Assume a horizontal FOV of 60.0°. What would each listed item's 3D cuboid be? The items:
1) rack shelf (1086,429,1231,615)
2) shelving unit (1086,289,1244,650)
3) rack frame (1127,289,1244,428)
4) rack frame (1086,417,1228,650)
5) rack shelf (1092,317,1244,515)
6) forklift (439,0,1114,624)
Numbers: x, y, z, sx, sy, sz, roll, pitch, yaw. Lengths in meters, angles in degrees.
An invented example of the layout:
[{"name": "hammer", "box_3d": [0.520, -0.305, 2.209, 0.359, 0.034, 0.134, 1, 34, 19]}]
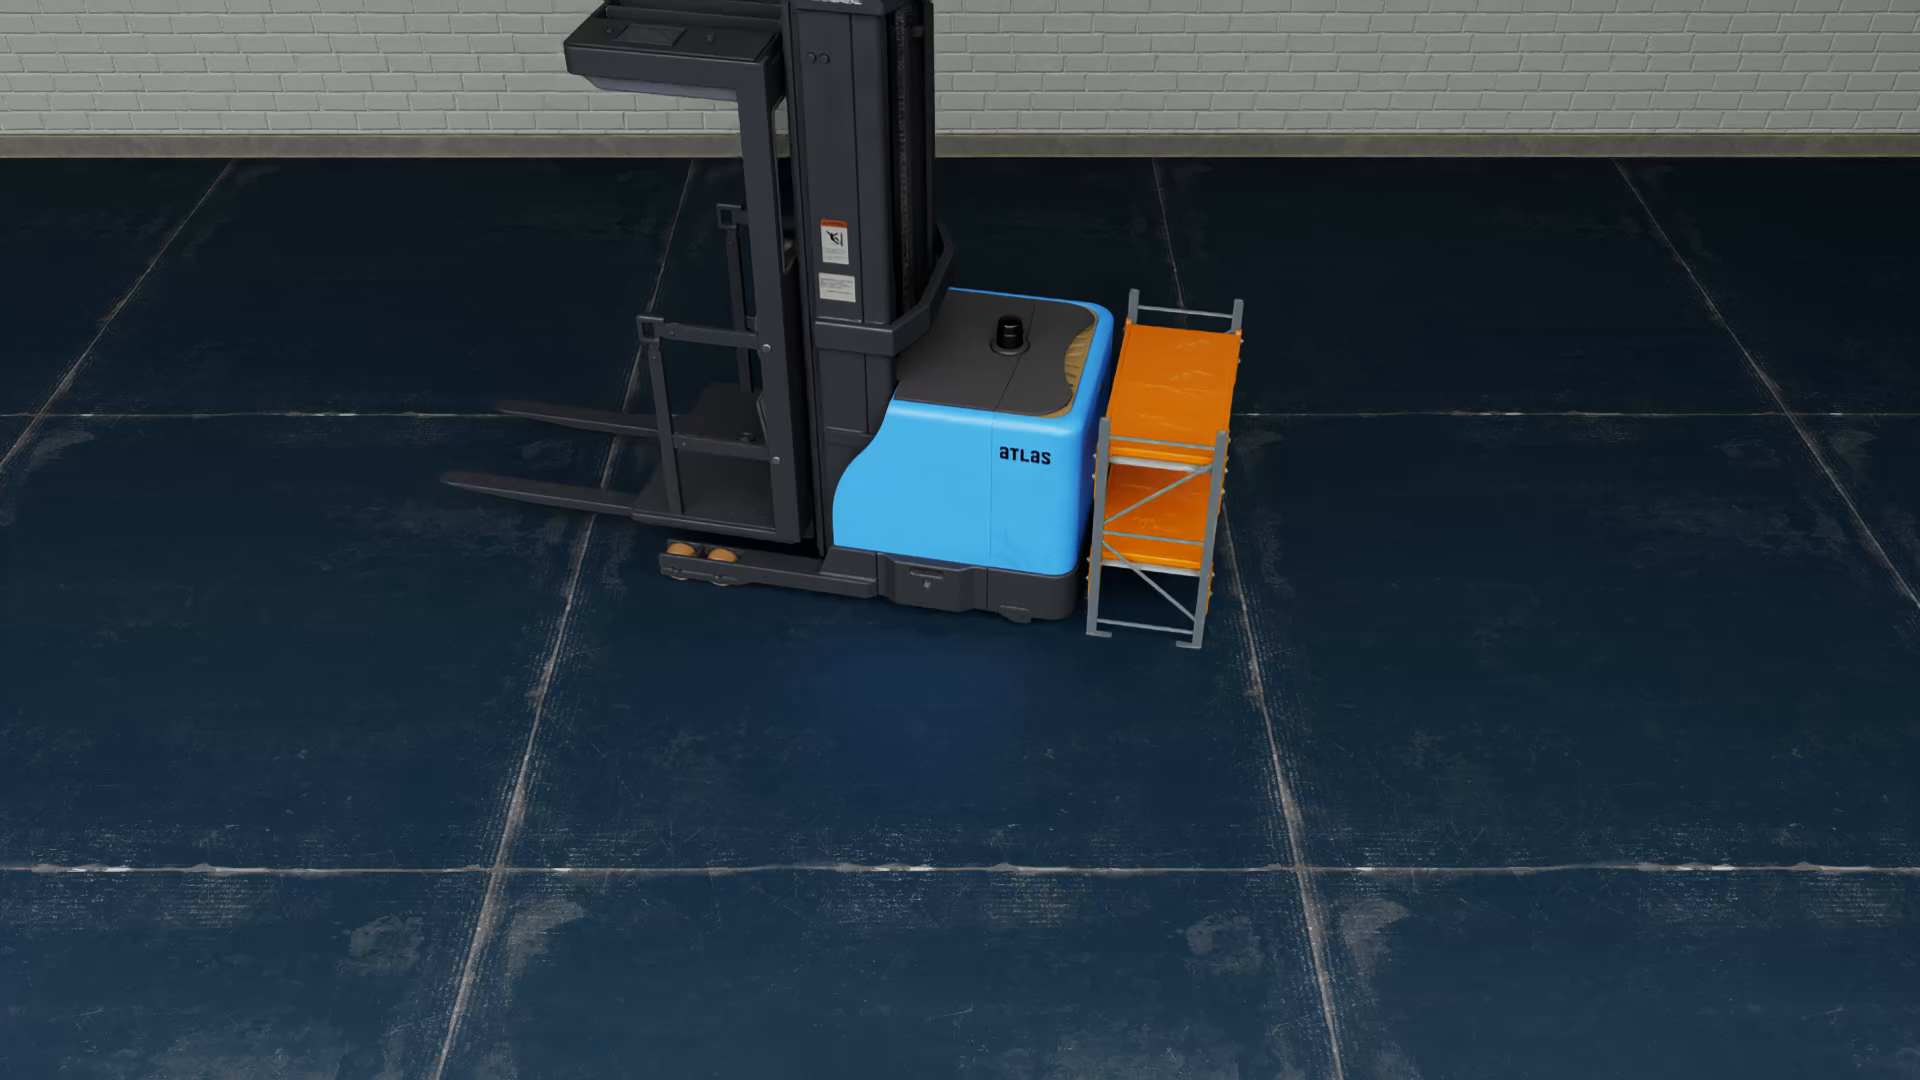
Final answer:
[{"name": "rack shelf", "box_3d": [0.894, -0.127, 7.400, 0.538, 0.278, 1.000, 7, 39, 9]}, {"name": "shelving unit", "box_3d": [0.894, -0.318, 7.247, 0.538, 1.125, 1.048, 7, 39, 9]}, {"name": "rack frame", "box_3d": [0.992, -0.630, 7.636, 0.500, 1.125, 0.032, 7, 39, 9]}, {"name": "rack frame", "box_3d": [0.796, -0.006, 6.858, 0.500, 1.125, 0.032, 7, 39, 9]}, {"name": "rack shelf", "box_3d": [0.894, -0.546, 7.064, 0.538, 0.278, 1.000, 7, 39, 9]}, {"name": "forklift", "box_3d": [-0.881, -1.251, 6.967, 3.031, 2.935, 1.130, 8, 39, 10]}]
